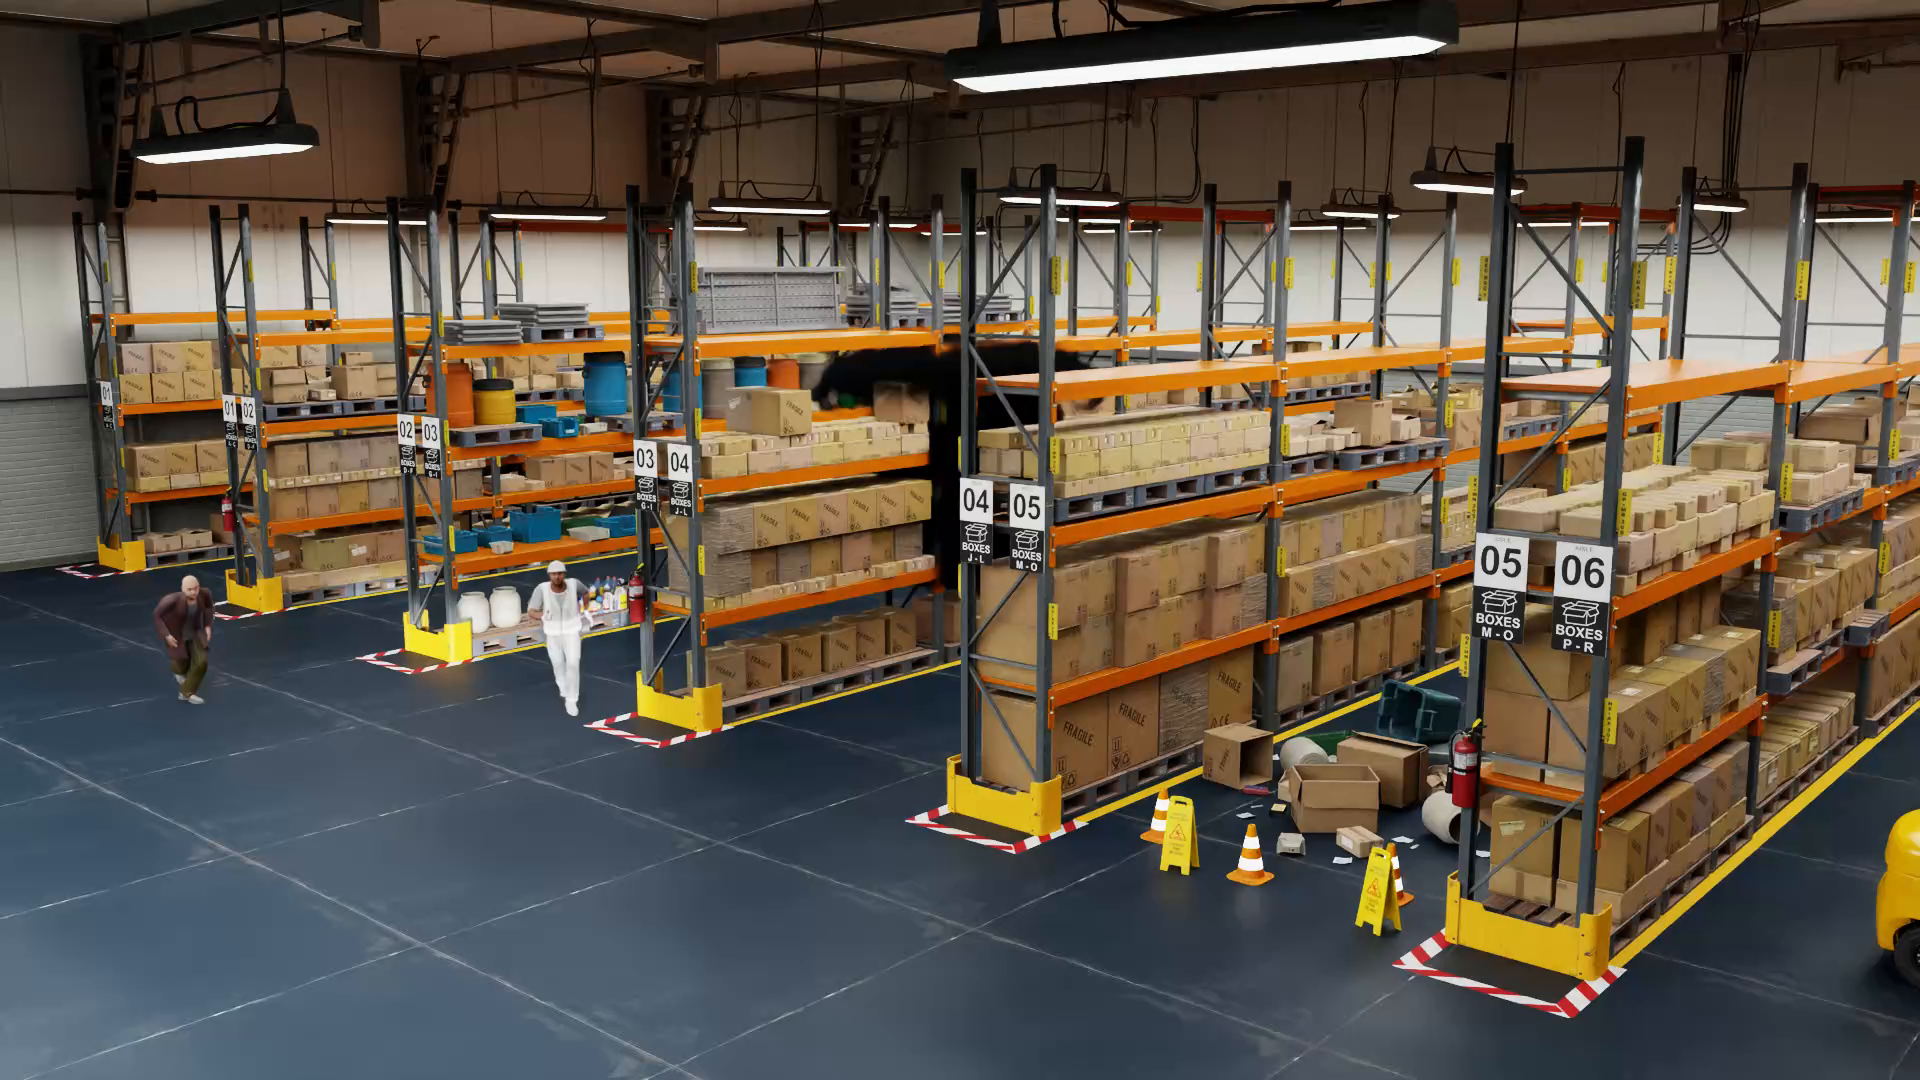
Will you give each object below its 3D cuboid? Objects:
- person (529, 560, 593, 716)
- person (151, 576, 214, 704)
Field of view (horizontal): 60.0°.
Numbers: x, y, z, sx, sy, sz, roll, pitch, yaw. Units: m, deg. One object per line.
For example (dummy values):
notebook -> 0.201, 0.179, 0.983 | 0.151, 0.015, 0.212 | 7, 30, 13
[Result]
person -> -4.618, 1.085, 19.319 | 0.707, 1.777, 0.991 | -1, 10, -9
person -> -9.228, 1.148, 19.711 | 0.717, 1.581, 1.059 | -9, 13, -42
